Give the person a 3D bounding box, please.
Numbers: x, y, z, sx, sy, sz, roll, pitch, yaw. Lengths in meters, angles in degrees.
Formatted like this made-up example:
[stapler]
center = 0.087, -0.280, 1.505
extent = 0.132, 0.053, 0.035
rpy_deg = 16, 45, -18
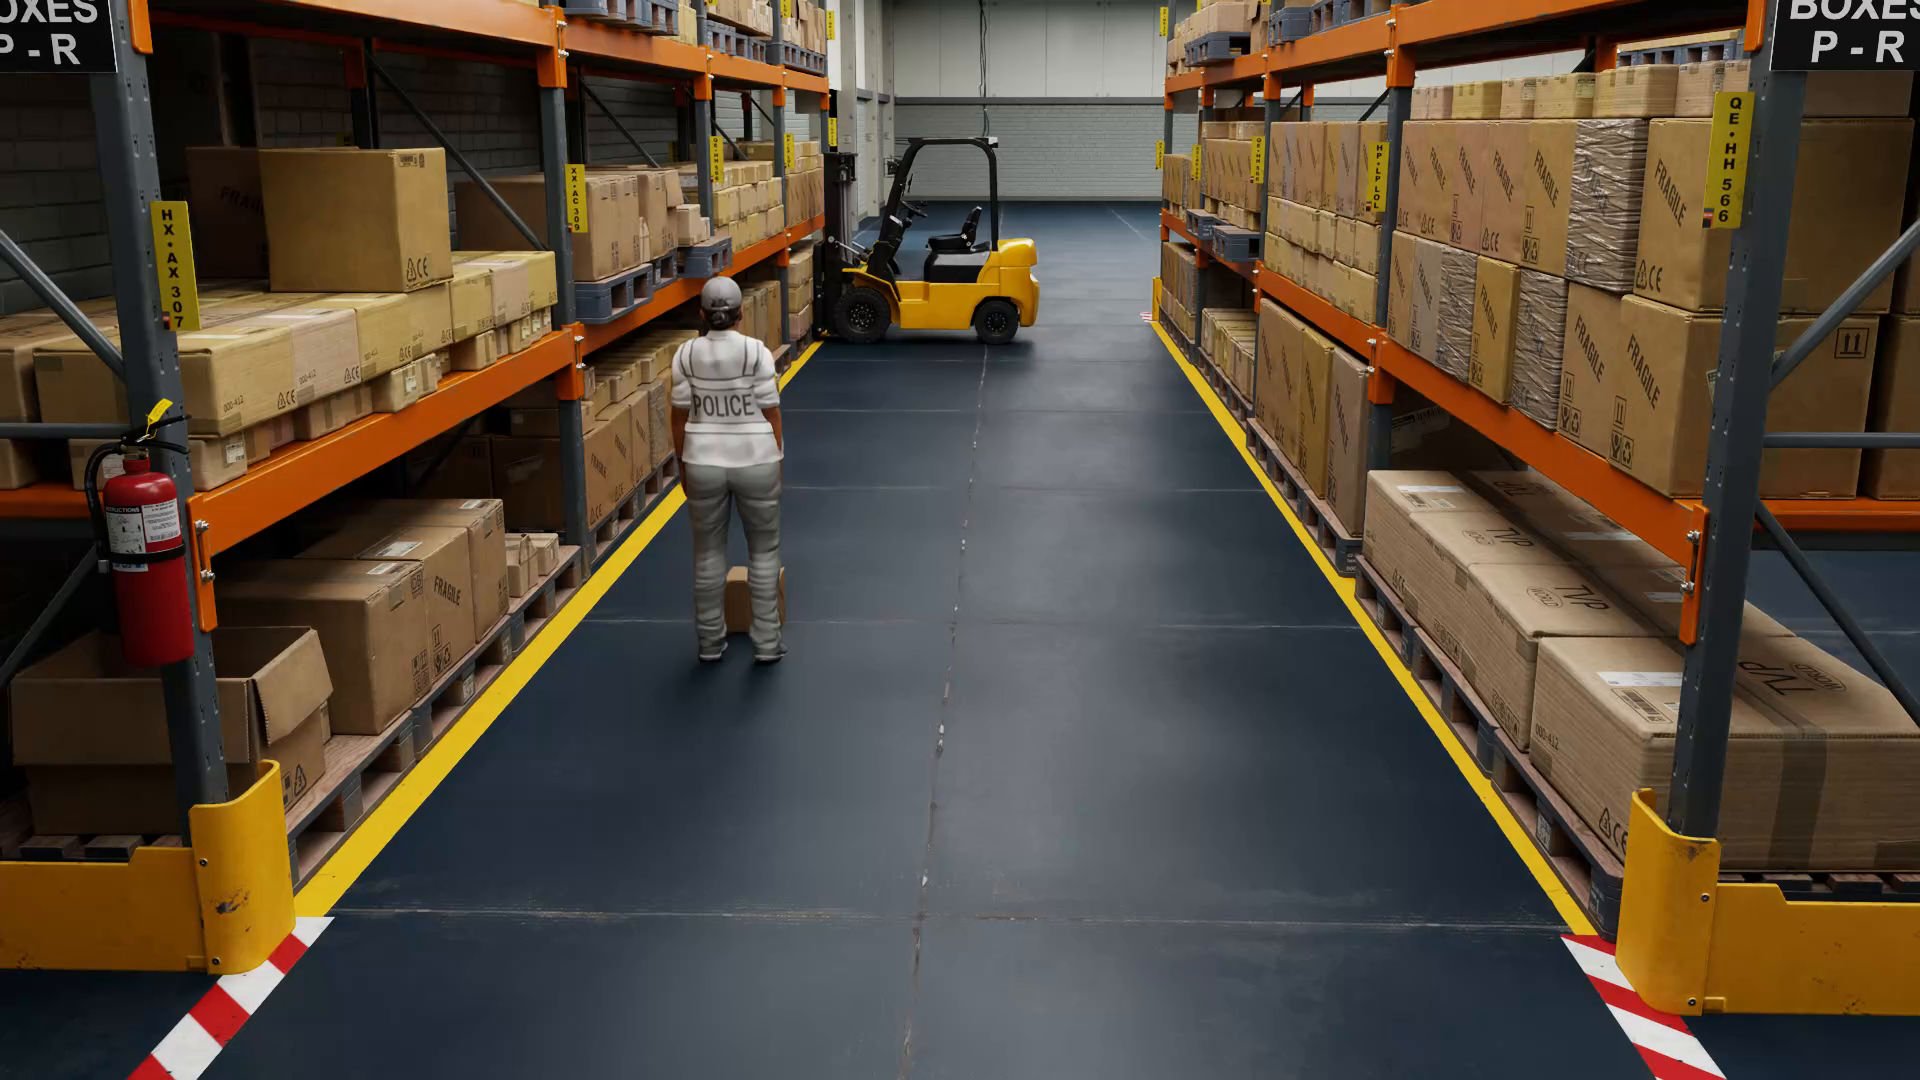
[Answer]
[person]
center = -0.995, -0.285, 7.171
extent = 0.479, 1.689, 0.390
rpy_deg = 1, 14, 3
